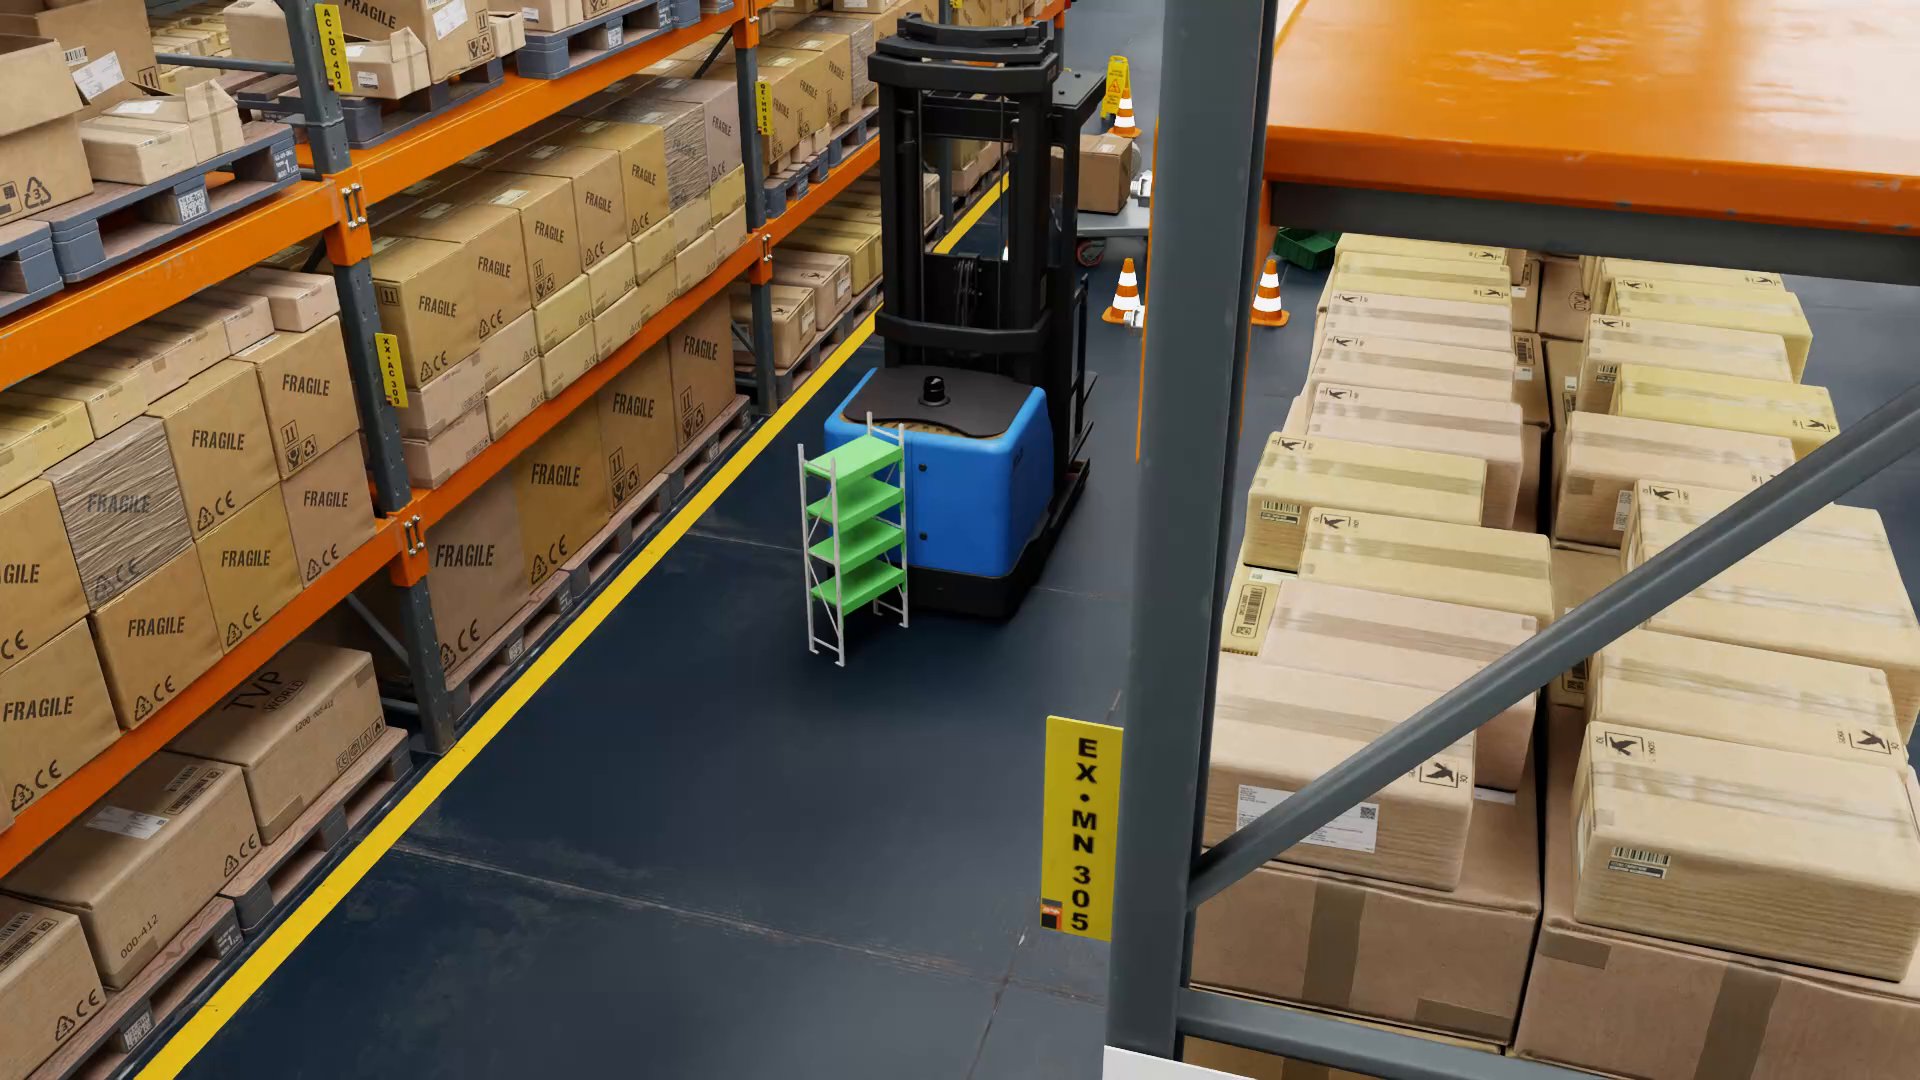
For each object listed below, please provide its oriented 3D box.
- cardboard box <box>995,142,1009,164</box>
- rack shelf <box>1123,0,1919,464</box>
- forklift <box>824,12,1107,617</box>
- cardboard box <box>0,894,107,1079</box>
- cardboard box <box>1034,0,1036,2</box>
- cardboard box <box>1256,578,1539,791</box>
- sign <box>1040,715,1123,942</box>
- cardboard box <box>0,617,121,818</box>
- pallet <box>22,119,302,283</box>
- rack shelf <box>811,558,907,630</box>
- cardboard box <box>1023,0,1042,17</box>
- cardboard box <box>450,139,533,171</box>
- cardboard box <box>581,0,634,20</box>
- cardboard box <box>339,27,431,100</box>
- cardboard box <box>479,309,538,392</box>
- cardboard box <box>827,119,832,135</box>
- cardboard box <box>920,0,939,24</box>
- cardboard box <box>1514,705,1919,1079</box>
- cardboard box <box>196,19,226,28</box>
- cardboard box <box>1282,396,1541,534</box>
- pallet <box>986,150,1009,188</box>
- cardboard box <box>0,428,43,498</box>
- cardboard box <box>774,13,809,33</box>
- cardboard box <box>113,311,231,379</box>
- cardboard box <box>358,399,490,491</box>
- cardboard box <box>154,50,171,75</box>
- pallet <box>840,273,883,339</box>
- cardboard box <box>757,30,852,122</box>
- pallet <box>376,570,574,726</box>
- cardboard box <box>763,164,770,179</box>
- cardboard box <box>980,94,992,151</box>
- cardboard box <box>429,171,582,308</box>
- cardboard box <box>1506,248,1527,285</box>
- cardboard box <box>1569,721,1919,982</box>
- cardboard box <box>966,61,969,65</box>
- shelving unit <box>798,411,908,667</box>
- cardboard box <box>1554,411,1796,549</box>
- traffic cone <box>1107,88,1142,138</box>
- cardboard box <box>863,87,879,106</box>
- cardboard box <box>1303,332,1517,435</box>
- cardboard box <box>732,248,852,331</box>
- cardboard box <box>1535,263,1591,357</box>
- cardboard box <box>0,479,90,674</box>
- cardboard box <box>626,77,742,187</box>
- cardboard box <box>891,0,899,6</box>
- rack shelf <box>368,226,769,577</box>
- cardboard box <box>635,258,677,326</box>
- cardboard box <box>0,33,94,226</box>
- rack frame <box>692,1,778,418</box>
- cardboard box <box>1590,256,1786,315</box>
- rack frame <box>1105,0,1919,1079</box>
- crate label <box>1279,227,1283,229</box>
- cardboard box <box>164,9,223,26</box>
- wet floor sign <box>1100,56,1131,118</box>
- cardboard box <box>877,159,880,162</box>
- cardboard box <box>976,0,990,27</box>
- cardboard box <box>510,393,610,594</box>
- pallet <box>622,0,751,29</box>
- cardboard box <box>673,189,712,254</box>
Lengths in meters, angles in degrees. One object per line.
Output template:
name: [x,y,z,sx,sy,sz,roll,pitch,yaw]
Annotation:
cardboard box: [0.166,-3.807,15.905,0.500,0.250,0.500,8,30,14]
rack shelf: [1.262,-1.092,3.200,1.077,0.370,4.000,8,30,15]
forklift: [0.179,-1.574,9.565,1.130,2.935,3.031,8,30,14]
cardboard box: [-3.728,1.672,5.862,0.875,0.438,0.875,9,30,16]
cardboard box: [0.563,-5.602,16.326,0.500,0.500,0.500,9,30,15]
cardboard box: [0.637,0.205,2.440,0.380,0.149,0.250,9,30,16]
sign: [0.151,0.357,2.027,0.100,0.325,0.005,8,30,15]
cardboard box: [-3.252,0.550,5.573,0.500,0.500,0.500,10,30,17]
pallet: [-3.163,-1.268,5.950,1.003,0.211,1.213,8,30,15]
rack shelf: [-0.533,0.265,8.660,0.258,0.148,0.480,23,37,35]
cardboard box: [0.594,-5.264,16.386,0.380,0.149,0.250,9,30,16]
cardboard box: [-2.571,-1.816,8.798,0.500,0.500,0.500,9,30,16]
cardboard box: [-1.978,-2.912,8.278,0.500,0.500,0.500,9,30,15]
cardboard box: [-2.431,-1.993,6.868,0.396,0.266,0.258,8,30,14]
cardboard box: [-2.387,-0.939,7.992,0.500,0.250,0.500,9,30,16]
cardboard box: [-1.129,-2.927,11.753,0.380,0.149,0.250,10,31,18]
cardboard box: [-0.480,-4.203,13.378,0.500,0.500,0.500,8,30,14]
cardboard box: [1.055,0.508,2.306,0.500,0.250,0.500,9,30,16]
cardboard box: [-5.741,-3.975,13.040,0.380,0.149,0.250,9,30,16]
cardboard box: [0.869,-0.047,3.303,0.500,0.250,0.500,9,30,16]
pallet: [-0.045,-3.760,16.292,1.003,0.211,1.213,8,30,15]
cardboard box: [-3.192,-0.249,5.314,0.380,0.149,0.250,9,30,15]
cardboard box: [-1.421,-3.572,12.245,0.500,0.500,0.500,7,30,13]
cardboard box: [-2.962,-0.729,6.177,0.380,0.149,0.250,9,30,15]
cardboard box: [-2.531,-0.476,7.675,0.500,0.250,0.500,8,30,14]
cardboard box: [-6.032,-3.498,12.182,0.380,0.149,0.250,9,30,16]
pallet: [-1.148,-1.944,13.027,1.003,0.211,1.213,8,30,15]
cardboard box: [-1.089,-3.258,11.681,0.500,0.500,0.500,9,30,16]
pallet: [-2.758,0.474,8.681,1.003,0.211,1.213,8,30,15]
cardboard box: [-1.465,-2.432,10.863,0.380,0.149,0.250,7,30,12]
cardboard box: [0.013,-3.889,15.280,0.500,0.500,0.500,10,31,17]
cardboard box: [-2.236,-1.492,8.216,0.500,0.500,0.500,8,30,14]
cardboard box: [1.225,-0.769,4.192,0.380,0.149,0.250,8,30,13]
cardboard box: [0.988,0.387,2.113,0.380,0.149,0.250,8,30,14]
cardboard box: [-0.141,-4.209,14.488,0.380,0.149,0.250,9,30,16]
shelving unit: [-0.534,0.000,8.511,0.258,1.200,0.503,23,37,35]
cardboard box: [1.276,-0.092,2.974,0.380,0.149,0.250,9,30,16]
traffic cone: [1.717,-4.459,17.290,0.336,0.463,0.334,8,30,15]
cardboard box: [-0.765,-3.416,12.632,0.380,0.149,0.250,8,30,15]
cardboard box: [0.898,-0.282,3.316,0.380,0.149,0.250,9,30,16]
cardboard box: [-1.354,-1.874,12.305,0.950,0.372,0.625,8,30,14]
cardboard box: [1.644,-0.446,4.020,0.500,0.250,0.500,10,31,17]
cardboard box: [-3.239,0.107,5.340,0.500,0.500,0.500,9,30,15]
cardboard box: [-1.640,-2.437,9.914,0.500,0.500,0.500,8,30,14]
cardboard box: [-0.674,-4.165,12.643,0.380,0.149,0.250,8,30,13]
rack shelf: [-2.325,-0.990,9.184,1.077,0.370,4.000,8,30,15]
cardboard box: [-1.937,-1.425,9.380,0.500,0.250,0.500,8,30,14]
cardboard box: [-3.277,-1.327,5.323,0.797,0.503,0.637,11,31,19]
rack frame: [-1.738,-2.234,10.680,1.000,3.000,0.127,8,30,15]
cardboard box: [1.664,-0.565,3.824,0.380,0.149,0.250,8,30,15]
rack frame: [0.675,-0.479,1.354,1.000,3.000,0.127,8,30,15]
crate label: [2.862,-2.722,14.502,0.298,0.136,0.250,-12,31,-20]
cardboard box: [-6.150,-4.164,13.380,0.380,0.149,0.250,9,30,16]
wet floor sign: [1.689,-4.859,17.820,0.267,0.644,0.232,20,35,32]
cardboard box: [-0.647,-3.716,14.969,0.500,0.500,0.500,8,30,14]
cardboard box: [-0.043,-4.668,14.647,0.500,0.500,0.500,8,30,15]
cardboard box: [-2.549,-0.351,9.048,0.875,0.875,0.875,9,30,16]
pallet: [-1.877,-3.156,9.446,1.213,0.211,1.003,10,31,17]
cardboard box: [-1.785,-1.887,9.696,0.500,0.250,0.500,8,30,14]
